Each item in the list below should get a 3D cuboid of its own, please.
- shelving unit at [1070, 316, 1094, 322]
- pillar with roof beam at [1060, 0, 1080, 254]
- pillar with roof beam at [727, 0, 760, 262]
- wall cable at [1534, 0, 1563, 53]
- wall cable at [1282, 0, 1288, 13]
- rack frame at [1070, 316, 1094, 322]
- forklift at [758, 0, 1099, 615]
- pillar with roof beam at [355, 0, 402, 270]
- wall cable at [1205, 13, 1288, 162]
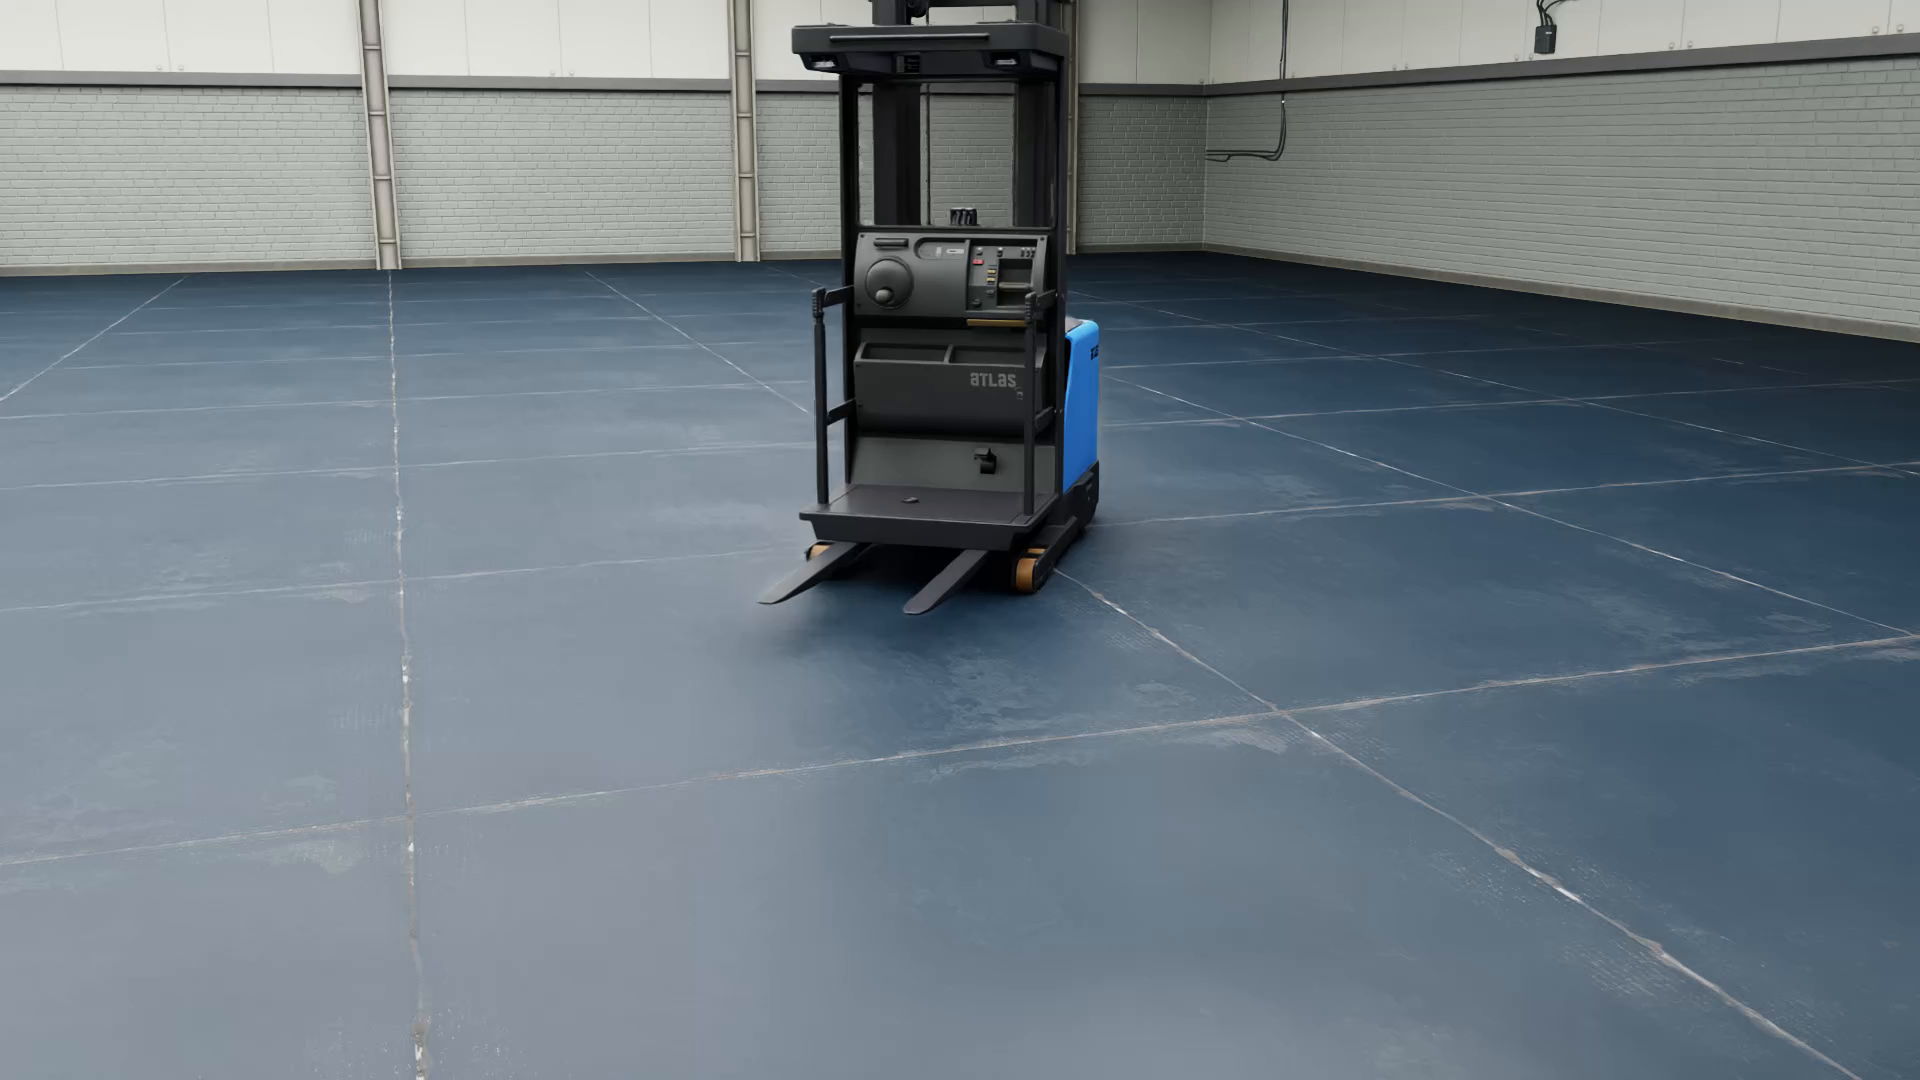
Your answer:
[{"bbox_3d":[0.591,-0.727,9.432,0.252,1.050,0.215,-10,16,-35],"label":"shelving unit"},{"bbox_3d":[3.306,-8.808,26.227,0.400,9.000,9.100,-4,14,-18],"label":"pillar with roof beam"},{"bbox_3d":[-2.381,-8.365,24.365,0.400,9.000,9.100,-4,14,-18],"label":"pillar with roof beam"},{"bbox_3d":[8.160,-9.251,20.739,0.169,6.003,2.305,-4,14,-18],"label":"wall cable"},{"bbox_3d":[6.010,-10.033,27.172,0.112,2.526,3.097,-4,14,-18],"label":"wall cable"},{"bbox_3d":[0.689,-0.744,9.502,0.008,1.050,0.200,-10,16,-35],"label":"rack frame"},{"bbox_3d":[-0.099,-1.280,7.690,1.130,2.935,3.031,3,14,14],"label":"forklift"},{"bbox_3d":[-8.067,-7.922,22.503,0.400,9.000,9.100,-4,14,-18],"label":"pillar with roof beam"},{"bbox_3d":[5.147,-8.169,30.250,0.112,2.526,3.097,-4,14,-18],"label":"wall cable"}]
